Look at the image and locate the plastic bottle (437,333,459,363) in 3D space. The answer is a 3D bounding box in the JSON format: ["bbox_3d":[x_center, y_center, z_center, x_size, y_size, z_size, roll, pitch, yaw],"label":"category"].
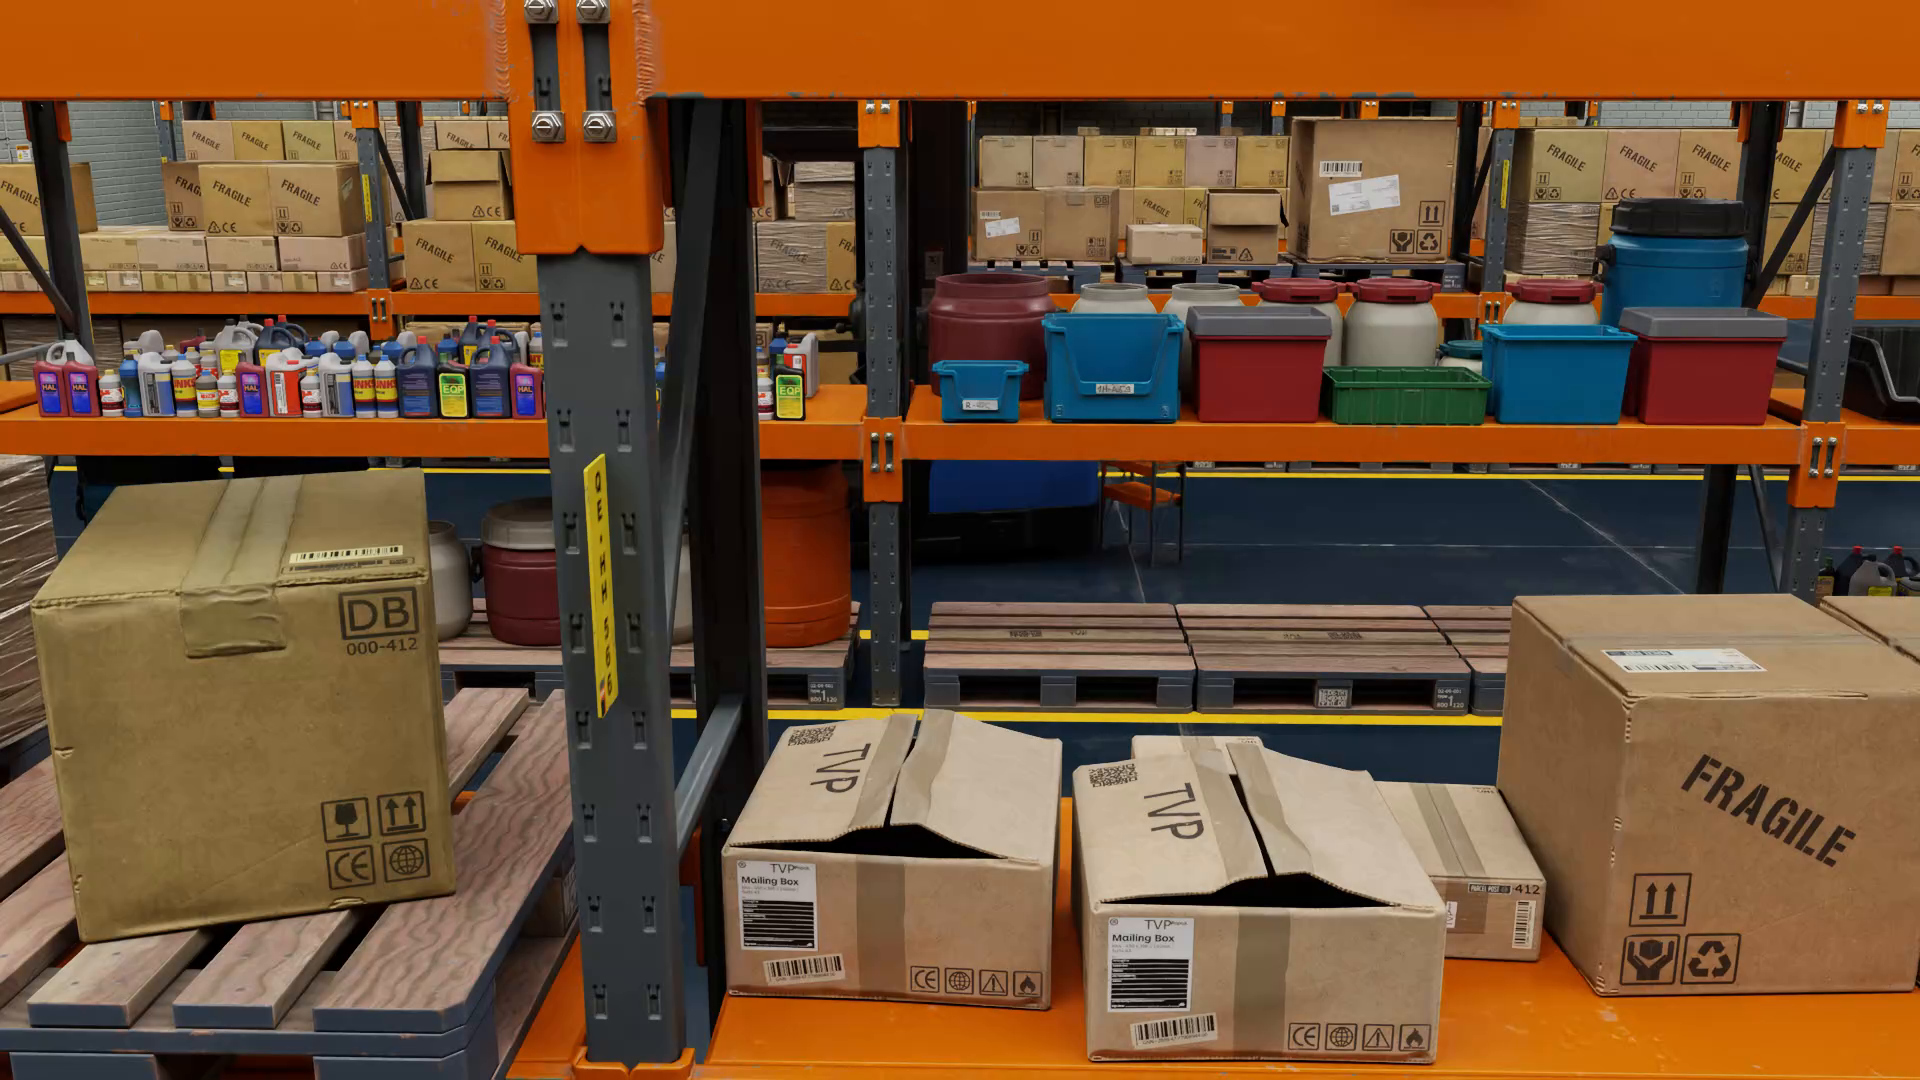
[{"bbox_3d":[-2.435,-0.847,7.923,0.097,0.271,0.097,0,15,0],"label":"plastic bottle"}]

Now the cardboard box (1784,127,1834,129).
[{"bbox_3d":[6.259,-2.789,12.293,0.500,0.500,0.500,0,15,1],"label":"cardboard box"}]

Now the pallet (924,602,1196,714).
[{"bbox_3d":[0.451,0.542,7.873,1.213,0.211,1.003,0,15,1],"label":"pallet"}]

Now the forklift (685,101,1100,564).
[{"bbox_3d":[-0.731,-1.378,9.818,3.031,2.935,1.130,-3,15,-11],"label":"forklift"}]

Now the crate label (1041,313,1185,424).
[{"bbox_3d":[0.664,-0.763,7.283,0.616,0.435,0.502,0,15,1],"label":"crate label"}]

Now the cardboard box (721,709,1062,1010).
[{"bbox_3d":[-0.090,0.498,2.746,0.500,0.311,0.500,1,15,5],"label":"cardboard box"}]

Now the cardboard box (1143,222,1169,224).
[{"bbox_3d":[1.478,-2.281,12.545,0.258,0.266,0.396,0,15,0],"label":"cardboard box"}]

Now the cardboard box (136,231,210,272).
[{"bbox_3d":[-5.670,-2.124,12.221,0.500,0.250,0.500,1,15,3],"label":"cardboard box"}]

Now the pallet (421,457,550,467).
[{"bbox_3d":[-3.421,-0.777,12.870,1.213,0.211,1.003,0,15,1],"label":"pallet"}]

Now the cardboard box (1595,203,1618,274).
[{"bbox_3d":[4.750,-2.220,12.095,0.500,0.500,0.875,0,15,1],"label":"cardboard box"}]

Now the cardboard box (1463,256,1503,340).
[{"bbox_3d":[5.559,-2.472,17.170,0.875,0.875,0.875,0,15,2],"label":"cardboard box"}]

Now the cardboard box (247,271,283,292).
[{"bbox_3d":[-5.022,-1.911,12.196,0.250,0.149,0.380,0,15,0],"label":"cardboard box"}]

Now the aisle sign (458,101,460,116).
[{"bbox_3d":[-7.893,-7.112,26.322,0.004,0.787,0.394,0,15,1],"label":"aisle sign"}]

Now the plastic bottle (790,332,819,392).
[{"bbox_3d":[-0.747,-0.847,7.913,0.135,0.276,0.152,0,15,1],"label":"plastic bottle"}]

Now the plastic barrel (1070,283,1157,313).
[{"bbox_3d":[0.712,-0.923,7.741,0.421,0.512,0.421,0,15,0],"label":"plastic barrel"}]

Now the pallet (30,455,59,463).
[{"bbox_3d":[-7.392,-0.803,12.971,1.213,0.211,1.003,0,15,1],"label":"pallet"}]

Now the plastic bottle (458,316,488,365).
[{"bbox_3d":[-2.293,-0.894,7.945,0.185,0.351,0.144,0,15,1],"label":"plastic bottle"}]

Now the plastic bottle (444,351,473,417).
[{"bbox_3d":[-2.197,-0.684,7.281,0.133,0.283,0.061,0,15,1],"label":"plastic bottle"}]

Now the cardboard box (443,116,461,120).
[{"bbox_3d":[-6.544,-5.437,21.639,0.250,0.149,0.380,1,15,2],"label":"cardboard box"}]

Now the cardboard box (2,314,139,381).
[{"bbox_3d":[-6.642,-1.323,12.815,0.875,0.875,0.875,0,15,1],"label":"cardboard box"}]

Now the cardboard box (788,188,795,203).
[{"bbox_3d":[-1.763,-3.469,16.696,0.250,0.149,0.380,1,15,3],"label":"cardboard box"}]

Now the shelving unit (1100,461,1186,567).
[{"bbox_3d":[1.086,-0.489,9.839,0.258,1.200,0.503,-9,17,-30],"label":"shelving unit"}]

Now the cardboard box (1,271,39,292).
[{"bbox_3d":[-6.819,-1.923,12.240,0.250,0.149,0.380,0,15,0],"label":"cardboard box"}]

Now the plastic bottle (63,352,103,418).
[{"bbox_3d":[-3.832,-0.679,7.263,0.133,0.283,0.061,0,15,1],"label":"plastic bottle"}]

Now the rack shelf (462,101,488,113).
[{"bbox_3d":[-5.818,-7.019,26.596,4.000,0.370,1.077,0,15,1],"label":"rack shelf"}]

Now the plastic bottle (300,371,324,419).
[{"bbox_3d":[-2.827,-0.638,7.266,0.097,0.201,0.097,0,15,0],"label":"plastic bottle"}]

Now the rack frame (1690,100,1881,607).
[{"bbox_3d":[3.676,-0.795,7.475,0.127,3.000,1.000,0,15,1],"label":"rack frame"}]

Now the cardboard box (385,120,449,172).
[{"bbox_3d":[-5.472,-3.994,16.858,0.500,0.500,0.500,1,15,3],"label":"cardboard box"}]

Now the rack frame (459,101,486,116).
[{"bbox_3d":[-7.817,-5.930,26.936,0.127,3.000,1.000,0,15,1],"label":"rack frame"}]

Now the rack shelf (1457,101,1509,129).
[{"bbox_3d":[1.804,-3.174,12.021,4.000,0.370,1.077,0,15,1],"label":"rack shelf"}]

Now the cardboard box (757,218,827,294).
[{"bbox_3d":[-1.194,-2.078,12.139,0.500,0.500,0.500,0,15,1],"label":"cardboard box"}]

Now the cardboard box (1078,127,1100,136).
[{"bbox_3d":[1.700,-5.382,21.986,0.250,0.149,0.380,0,15,-1],"label":"cardboard box"}]

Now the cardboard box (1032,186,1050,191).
[{"bbox_3d":[0.982,-3.323,16.859,0.500,0.500,0.500,0,15,1],"label":"cardboard box"}]

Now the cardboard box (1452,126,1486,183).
[{"bbox_3d":[4.951,-3.932,16.954,0.550,0.550,0.875,0,15,1],"label":"cardboard box"}]

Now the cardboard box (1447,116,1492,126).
[{"bbox_3d":[6.520,-5.165,21.299,0.500,0.500,0.700,0,15,1],"label":"cardboard box"}]

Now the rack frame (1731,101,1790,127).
[{"bbox_3d":[8.029,-3.297,16.956,0.127,3.000,1.000,0,15,1],"label":"rack frame"}]

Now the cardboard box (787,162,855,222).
[{"bbox_3d":[-0.926,-2.627,12.254,0.637,0.503,0.797,1,15,3],"label":"cardboard box"}]

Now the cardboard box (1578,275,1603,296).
[{"bbox_3d":[4.510,-1.859,12.000,0.250,0.149,0.380,0,15,1],"label":"cardboard box"}]

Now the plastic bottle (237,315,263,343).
[{"bbox_3d":[-3.394,-0.901,7.972,0.185,0.351,0.144,0,15,1],"label":"plastic bottle"}]

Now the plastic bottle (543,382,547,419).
[{"bbox_3d":[-1.764,-0.631,7.240,0.097,0.201,0.097,0,15,0],"label":"plastic bottle"}]

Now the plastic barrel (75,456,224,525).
[{"bbox_3d":[-3.778,-0.028,7.857,0.708,0.901,0.600,0,15,1],"label":"plastic barrel"}]

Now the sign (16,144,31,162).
[{"bbox_3d":[-13.586,-5.616,24.128,0.001,0.242,0.339,0,15,1],"label":"sign"}]

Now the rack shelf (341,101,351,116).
[{"bbox_3d":[-5.941,-5.753,21.798,4.000,0.370,1.077,0,15,1],"label":"rack shelf"}]

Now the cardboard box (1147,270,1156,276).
[{"bbox_3d":[2.813,-3.525,22.148,0.625,0.372,0.950,1,15,5],"label":"cardboard box"}]

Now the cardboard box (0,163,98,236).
[{"bbox_3d":[-6.702,-2.494,12.152,0.500,0.500,0.500,0,15,0],"label":"cardboard box"}]

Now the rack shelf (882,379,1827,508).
[{"bbox_3d":[1.677,-0.461,7.616,4.000,0.370,1.077,0,15,1],"label":"rack shelf"}]

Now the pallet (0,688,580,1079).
[{"bbox_3d":[-1.132,0.548,2.759,1.003,0.211,1.213,0,15,1],"label":"pallet"}]

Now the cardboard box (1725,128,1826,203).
[{"bbox_3d":[5.746,-2.660,11.802,0.500,0.500,0.500,0,15,1],"label":"cardboard box"}]

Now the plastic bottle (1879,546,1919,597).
[{"bbox_3d":[4.519,0.205,8.015,0.185,0.351,0.144,0,15,-1],"label":"plastic bottle"}]

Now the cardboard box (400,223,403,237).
[{"bbox_3d":[-5.567,-3.204,17.096,0.250,0.149,0.380,0,15,1],"label":"cardboard box"}]

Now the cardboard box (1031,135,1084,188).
[{"bbox_3d":[0.986,-3.872,16.981,0.500,0.500,0.700,0,15,1],"label":"cardboard box"}]
